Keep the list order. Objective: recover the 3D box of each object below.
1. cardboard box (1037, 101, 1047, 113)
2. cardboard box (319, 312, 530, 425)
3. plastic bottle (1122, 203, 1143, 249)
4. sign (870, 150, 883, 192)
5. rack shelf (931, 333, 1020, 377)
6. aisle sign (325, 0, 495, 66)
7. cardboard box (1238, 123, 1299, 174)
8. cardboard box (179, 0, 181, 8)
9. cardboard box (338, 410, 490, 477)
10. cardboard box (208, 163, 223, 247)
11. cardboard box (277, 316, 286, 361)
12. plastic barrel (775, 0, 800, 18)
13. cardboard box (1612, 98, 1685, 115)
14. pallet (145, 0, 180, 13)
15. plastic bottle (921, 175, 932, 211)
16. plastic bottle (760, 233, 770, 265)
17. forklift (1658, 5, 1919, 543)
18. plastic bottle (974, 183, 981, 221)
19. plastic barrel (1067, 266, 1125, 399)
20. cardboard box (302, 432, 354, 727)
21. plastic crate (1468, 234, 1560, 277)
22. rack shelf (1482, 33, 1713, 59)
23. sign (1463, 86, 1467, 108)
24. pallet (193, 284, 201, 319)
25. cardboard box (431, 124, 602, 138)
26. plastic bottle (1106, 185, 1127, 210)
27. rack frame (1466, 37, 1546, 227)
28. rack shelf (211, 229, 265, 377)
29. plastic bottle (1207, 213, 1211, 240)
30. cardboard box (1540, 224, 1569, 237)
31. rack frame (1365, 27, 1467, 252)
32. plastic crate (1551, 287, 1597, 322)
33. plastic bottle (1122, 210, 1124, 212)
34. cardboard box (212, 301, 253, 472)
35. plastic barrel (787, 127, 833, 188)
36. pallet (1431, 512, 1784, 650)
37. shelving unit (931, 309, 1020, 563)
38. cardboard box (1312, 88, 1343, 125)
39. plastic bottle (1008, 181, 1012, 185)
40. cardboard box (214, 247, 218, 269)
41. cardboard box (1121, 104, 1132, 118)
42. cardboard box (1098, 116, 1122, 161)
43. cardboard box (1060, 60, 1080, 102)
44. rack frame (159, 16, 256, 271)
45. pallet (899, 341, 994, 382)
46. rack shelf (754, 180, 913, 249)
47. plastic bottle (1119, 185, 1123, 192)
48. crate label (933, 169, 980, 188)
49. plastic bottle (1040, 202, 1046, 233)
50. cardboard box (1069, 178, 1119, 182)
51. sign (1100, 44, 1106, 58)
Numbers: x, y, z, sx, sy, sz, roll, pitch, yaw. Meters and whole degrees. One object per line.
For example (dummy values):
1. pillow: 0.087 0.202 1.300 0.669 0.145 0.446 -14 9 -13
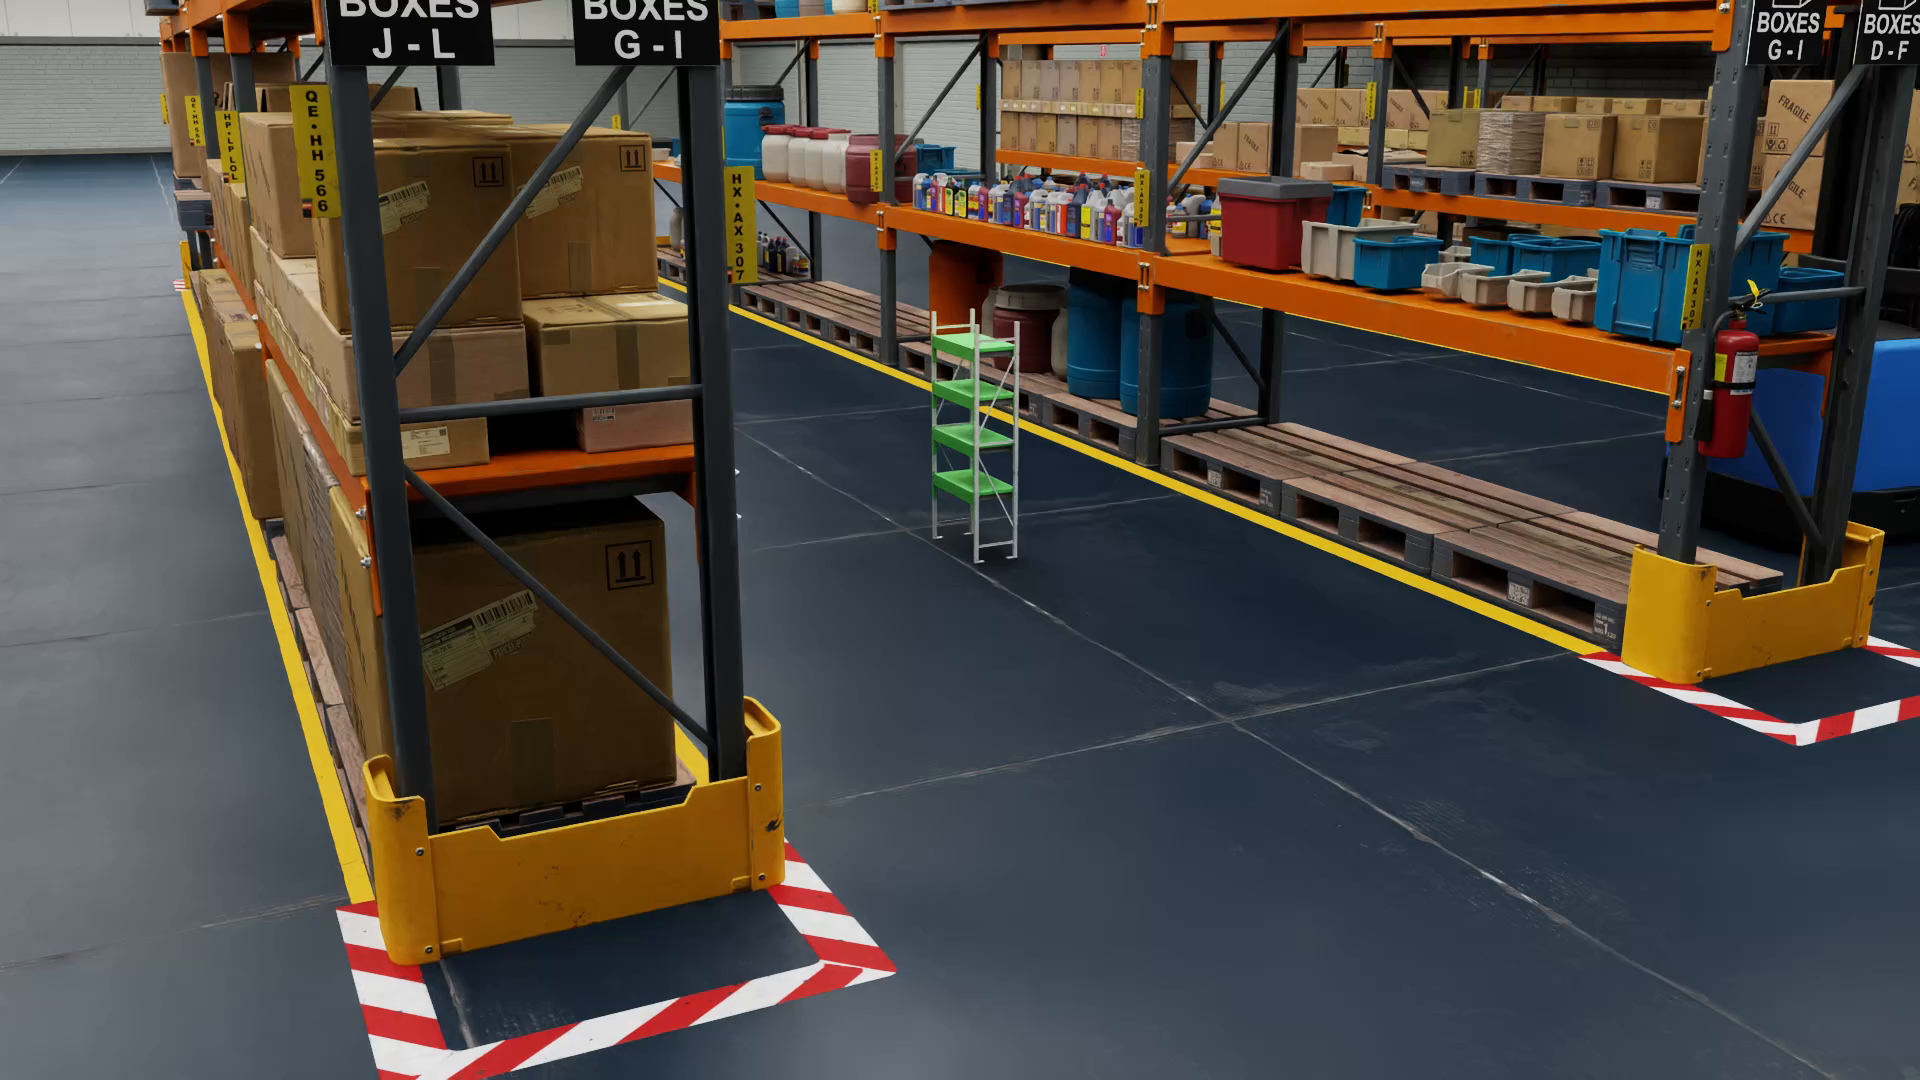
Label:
1. cardboard box: 1.203 -5.514 21.170 0.380 0.149 0.250 -8 18 -27
2. cardboard box: -1.577 -0.529 4.888 0.500 0.250 0.500 -8 18 -26
3. plastic bottle: 1.110 -1.959 10.365 0.152 0.276 0.135 -8 18 -25
4. sign: -0.670 -2.962 13.339 0.100 0.325 0.005 -8 18 -25
5. rack shelf: 0.072 -0.936 8.327 0.258 0.148 0.480 -8 18 -25
6. aisle sign: -1.365 -1.565 4.055 0.394 0.787 0.004 -8 18 -25
7. cardboard box: 3.295 -4.142 17.566 0.500 0.500 0.500 -8 18 -25
8. cardboard box: -5.507 -4.058 12.287 0.500 0.250 0.500 -7 17 -23
9. cardboard box: -1.579 -0.298 4.805 0.380 0.149 0.250 -7 18 -24
10. cardboard box: -4.435 -2.121 10.521 0.500 0.500 0.500 -8 18 -26
11. cardboard box: -2.480 -0.806 6.577 0.380 0.149 0.250 -7 18 -24
12. plastic barrel: -1.513 -5.527 16.225 0.600 0.901 0.708 -8 18 -25
13. cardboard box: 7.946 -4.830 19.166 0.700 0.500 0.500 -8 18 -25
14. pallet: -5.752 -4.274 13.109 1.213 0.211 1.003 -8 18 -25
15. plastic bottle: -0.254 -2.712 12.996 0.097 0.271 0.097 0 16 0
16. plastic bottle: -2.181 -3.285 18.763 0.144 0.351 0.185 -8 18 -25
17. forklift: 5.482 -1.593 8.990 3.031 2.935 1.130 -6 17 -19
18. plastic bottle: 0.151 -2.483 12.197 0.097 0.271 0.097 0 16 0
19. plastic barrel: 1.040 -1.466 11.464 0.600 0.901 0.708 -8 18 -25
20. cardboard box: -1.877 0.075 6.142 0.875 0.875 0.875 -8 18 -25
21. plastic crate: 2.805 -1.419 8.451 0.416 0.233 0.300 -8 18 -25
22. rack shelf: 7.851 -5.741 19.185 1.077 0.370 4.000 -8 18 -25
23. sign: 4.759 -4.136 15.770 0.100 0.325 0.005 -8 18 -25
24. pallet: -7.248 -2.470 16.976 1.003 0.211 1.213 -8 18 -25
25. cardboard box: -1.546 -1.205 5.883 0.500 0.500 0.500 -8 18 -26
26. plastic bottle: 1.006 -2.142 10.867 0.144 0.351 0.185 -8 18 -25
27. rack frame: 6.974 -5.141 21.228 1.000 3.000 0.127 -8 18 -25
28. rack shelf: -3.755 -1.512 9.885 1.077 0.370 4.000 -8 18 -25
29. plastic bottle: 1.671 -2.067 10.875 0.097 0.201 0.097 0 16 0
30. cardboard box: 7.583 -3.848 20.458 0.700 0.500 0.500 -8 18 -26
31. rack frame: 4.275 -3.550 15.682 1.000 3.000 0.127 -8 18 -25
32. plastic crate: 2.806 -1.051 7.344 0.396 0.136 0.243 -8 18 -25
33. plastic bottle: 1.054 -2.034 10.760 0.097 0.201 0.097 0 16 0
34. cardboard box: -3.569 -0.920 9.609 1.225 0.875 0.875 -8 18 -27
35. plastic barrel: -1.388 -3.564 15.484 0.433 0.535 0.433 0 16 0
36. pallet: 2.999 0.163 7.801 1.003 0.211 1.213 -8 18 -25
37. shelving unit: 0.072 -0.536 8.442 0.258 1.200 0.503 -8 18 -25
38. cardboard box: 5.369 -6.152 23.628 0.500 0.500 0.500 -8 18 -25
39. plastic bottle: 0.416 -2.777 13.350 0.097 0.201 0.097 0 16 0
40. cardboard box: -7.123 -2.735 16.615 0.500 0.500 0.500 -9 19 -30
41. cardboard box: 2.105 -5.004 19.395 0.380 0.149 0.250 -8 18 -26
42. cardboard box: 2.086 -4.829 19.959 0.700 0.500 0.500 -8 18 -25
43. cardboard box: 1.663 -5.696 20.627 0.700 0.500 0.500 -8 18 -25
44. rack frame: -8.136 -4.337 18.427 1.000 3.000 0.127 -8 18 -25
45. pallet: 0.204 -1.421 13.321 1.003 0.211 1.213 -8 18 -25
46. rack shelf: -1.055 -3.102 15.427 1.077 0.370 4.000 -8 18 -25
47. plastic bottle: 1.137 -2.403 11.918 0.097 0.271 0.097 0 16 0
48. crate label: -0.027 -3.021 14.145 0.303 0.233 0.416 -8 18 -25
49. plastic bottle: 0.595 -2.198 11.332 0.097 0.201 0.097 0 16 0
50. cardboard box: 1.724 -4.431 21.617 0.500 0.500 0.500 -8 18 -25
51. sign: 2.716 -9.297 31.508 0.001 0.298 0.199 -8 18 -25
